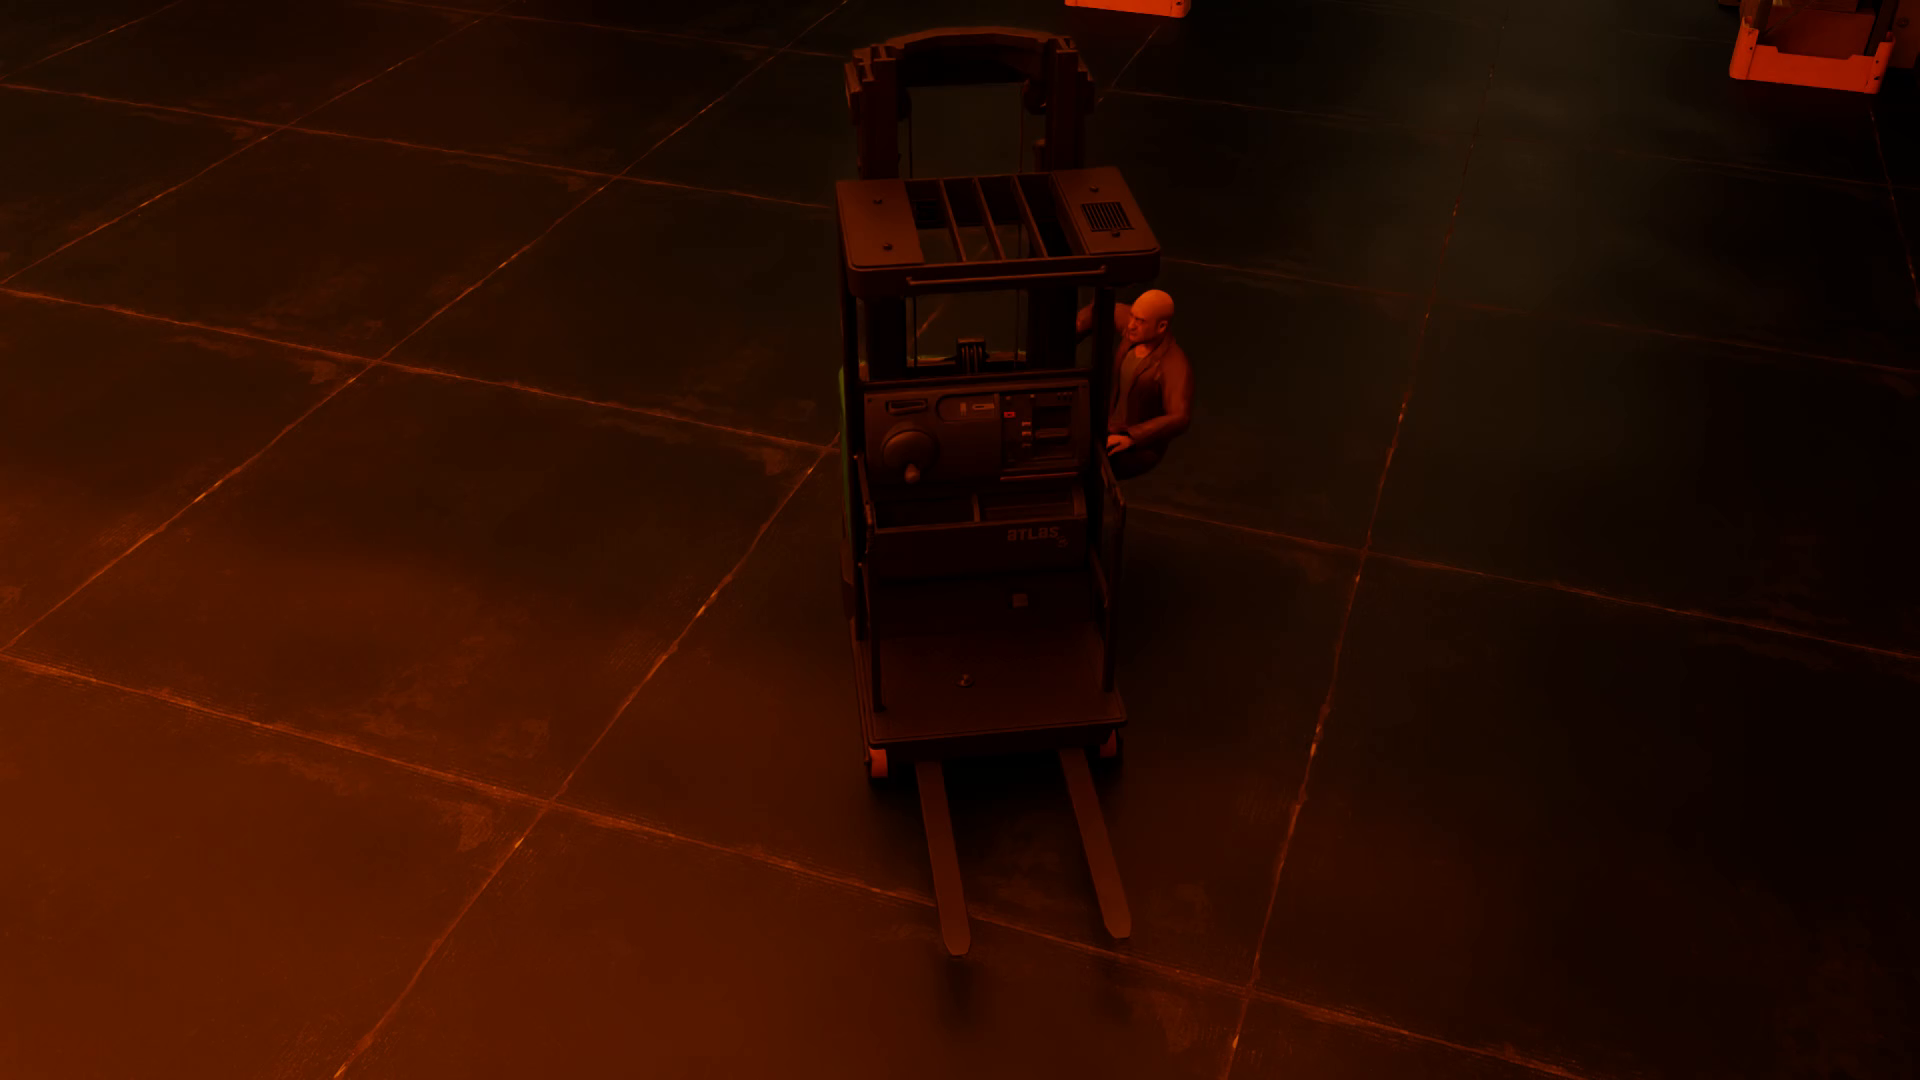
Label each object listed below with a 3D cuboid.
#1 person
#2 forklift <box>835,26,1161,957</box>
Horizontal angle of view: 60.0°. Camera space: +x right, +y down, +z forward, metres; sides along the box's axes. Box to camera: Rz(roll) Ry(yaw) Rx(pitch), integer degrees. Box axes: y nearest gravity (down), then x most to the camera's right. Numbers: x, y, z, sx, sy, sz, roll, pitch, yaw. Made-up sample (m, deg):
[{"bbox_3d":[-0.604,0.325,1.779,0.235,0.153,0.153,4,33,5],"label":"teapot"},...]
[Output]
[{"bbox_3d":[0.618,-0.479,7.986,0.893,1.511,1.097,-21,40,-27],"label":"person"},{"bbox_3d":[0.105,-0.380,6.646,1.130,2.935,3.031,-4,36,-6],"label":"forklift"}]
